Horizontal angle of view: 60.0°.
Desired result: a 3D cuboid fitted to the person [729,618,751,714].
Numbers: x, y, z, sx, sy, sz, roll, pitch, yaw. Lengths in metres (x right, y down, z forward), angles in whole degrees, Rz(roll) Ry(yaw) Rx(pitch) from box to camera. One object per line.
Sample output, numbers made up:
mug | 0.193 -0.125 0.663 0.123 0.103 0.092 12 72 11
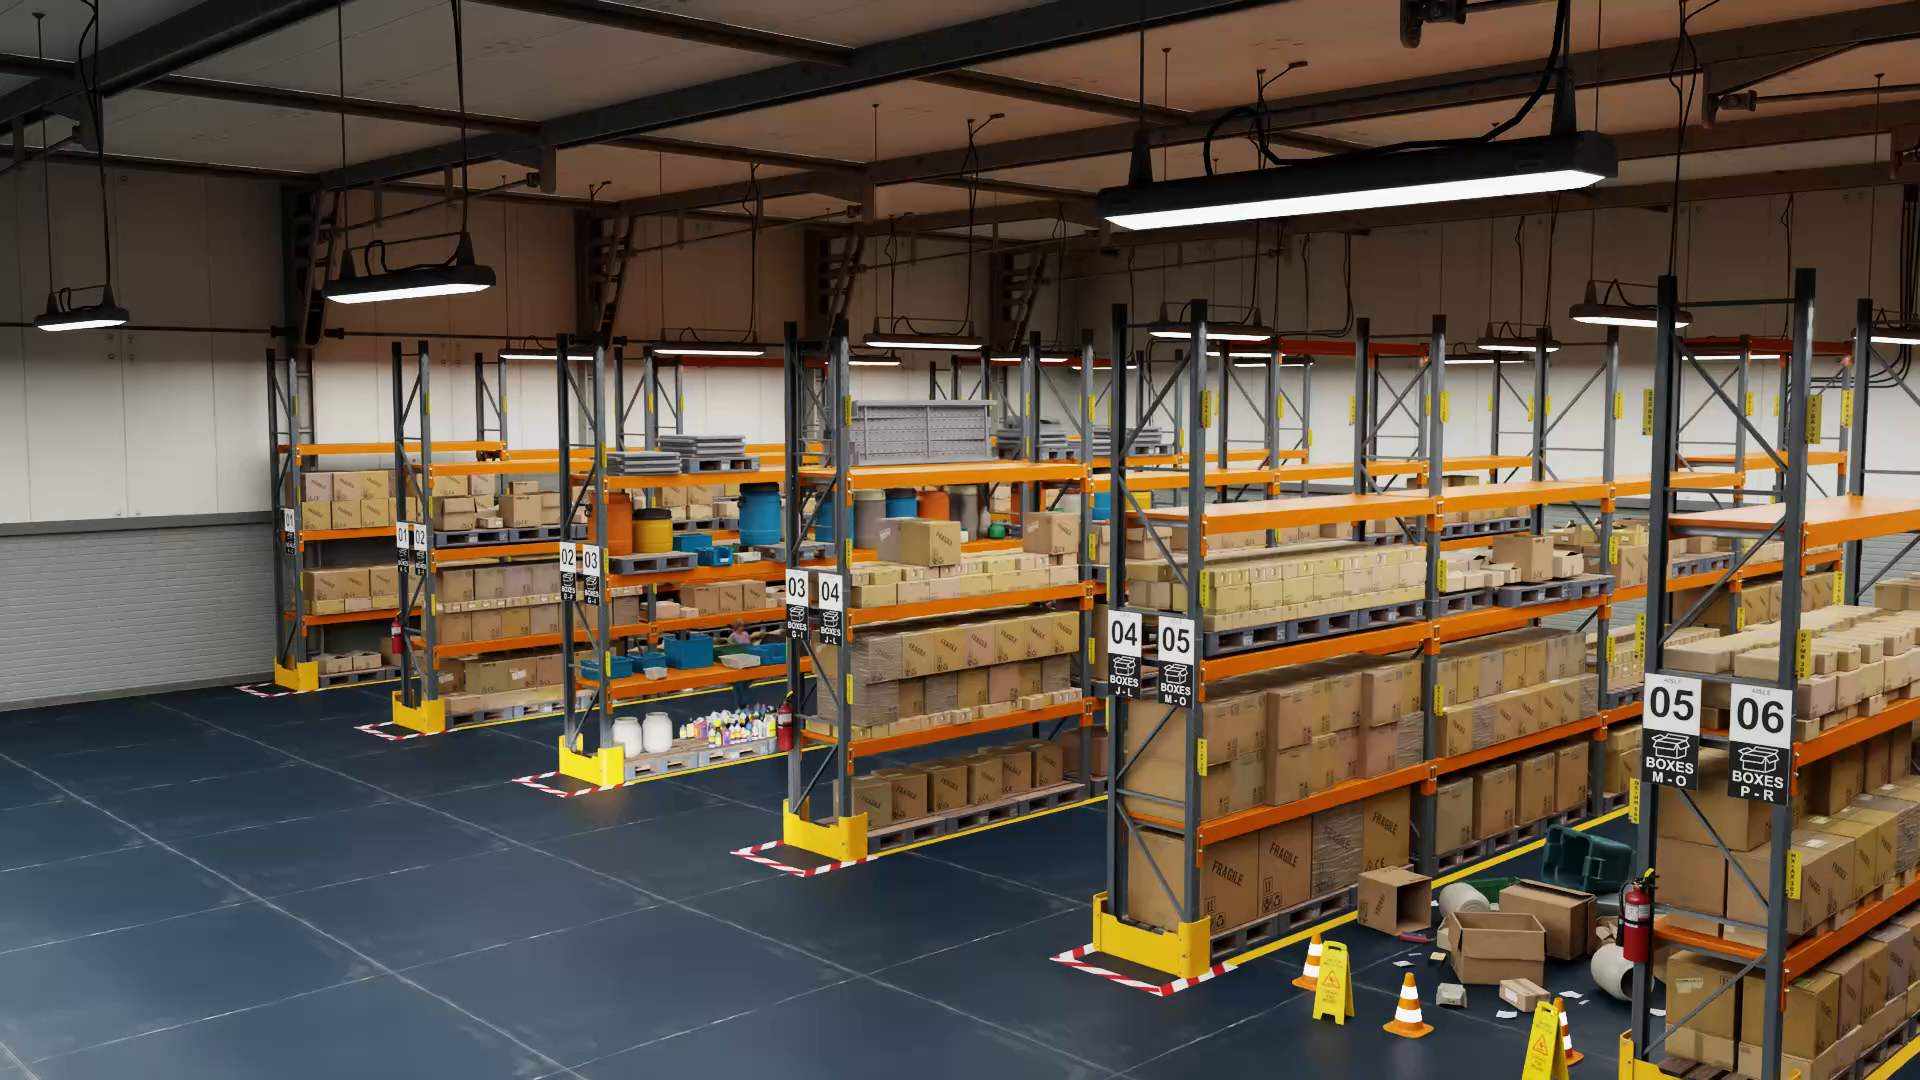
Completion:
person | -3.523 2.037 26.695 0.431 1.607 0.318 -4 6 -39

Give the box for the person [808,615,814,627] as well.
person | -3.086 1.453 33.583 0.987 1.603 0.592 -5 7 -44
